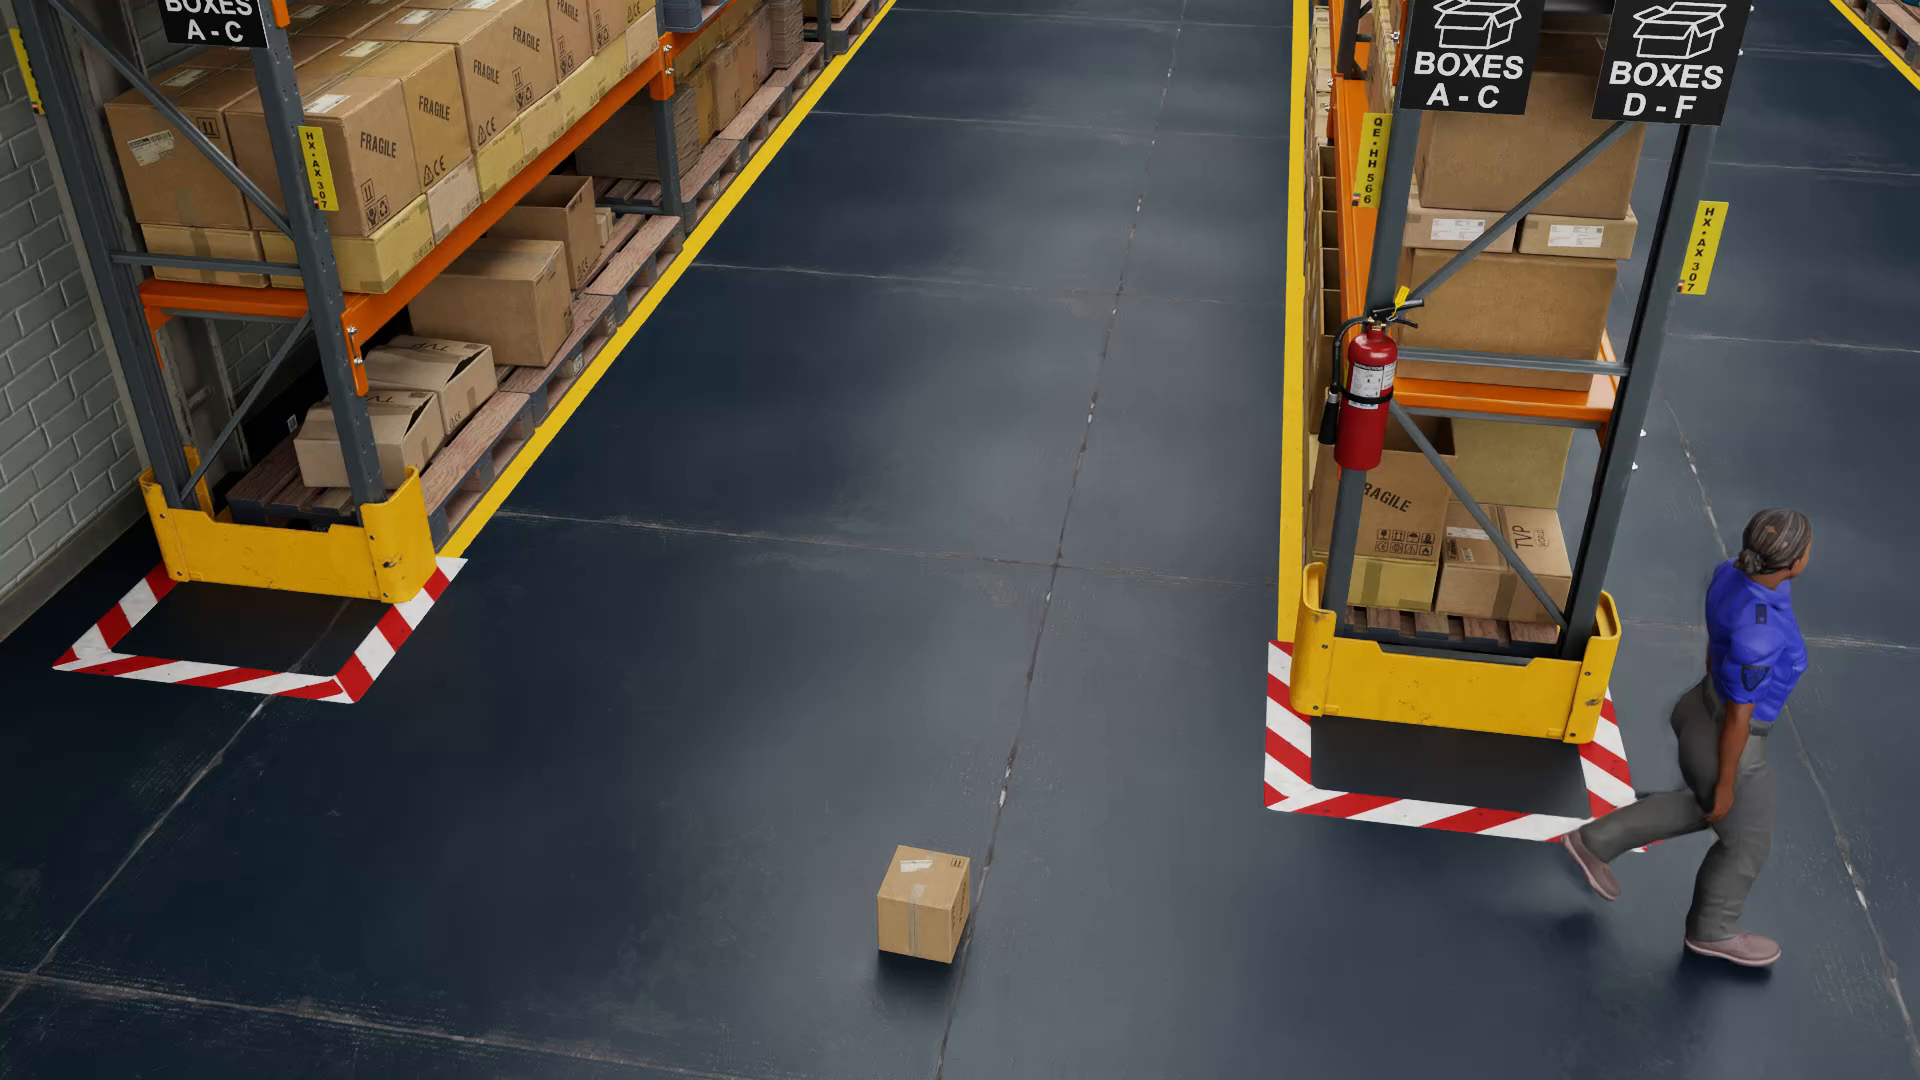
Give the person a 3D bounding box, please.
[{"bbox_3d":[2.358,0.603,5.163,0.720,1.631,0.471,8,33,12],"label":"person"}]
